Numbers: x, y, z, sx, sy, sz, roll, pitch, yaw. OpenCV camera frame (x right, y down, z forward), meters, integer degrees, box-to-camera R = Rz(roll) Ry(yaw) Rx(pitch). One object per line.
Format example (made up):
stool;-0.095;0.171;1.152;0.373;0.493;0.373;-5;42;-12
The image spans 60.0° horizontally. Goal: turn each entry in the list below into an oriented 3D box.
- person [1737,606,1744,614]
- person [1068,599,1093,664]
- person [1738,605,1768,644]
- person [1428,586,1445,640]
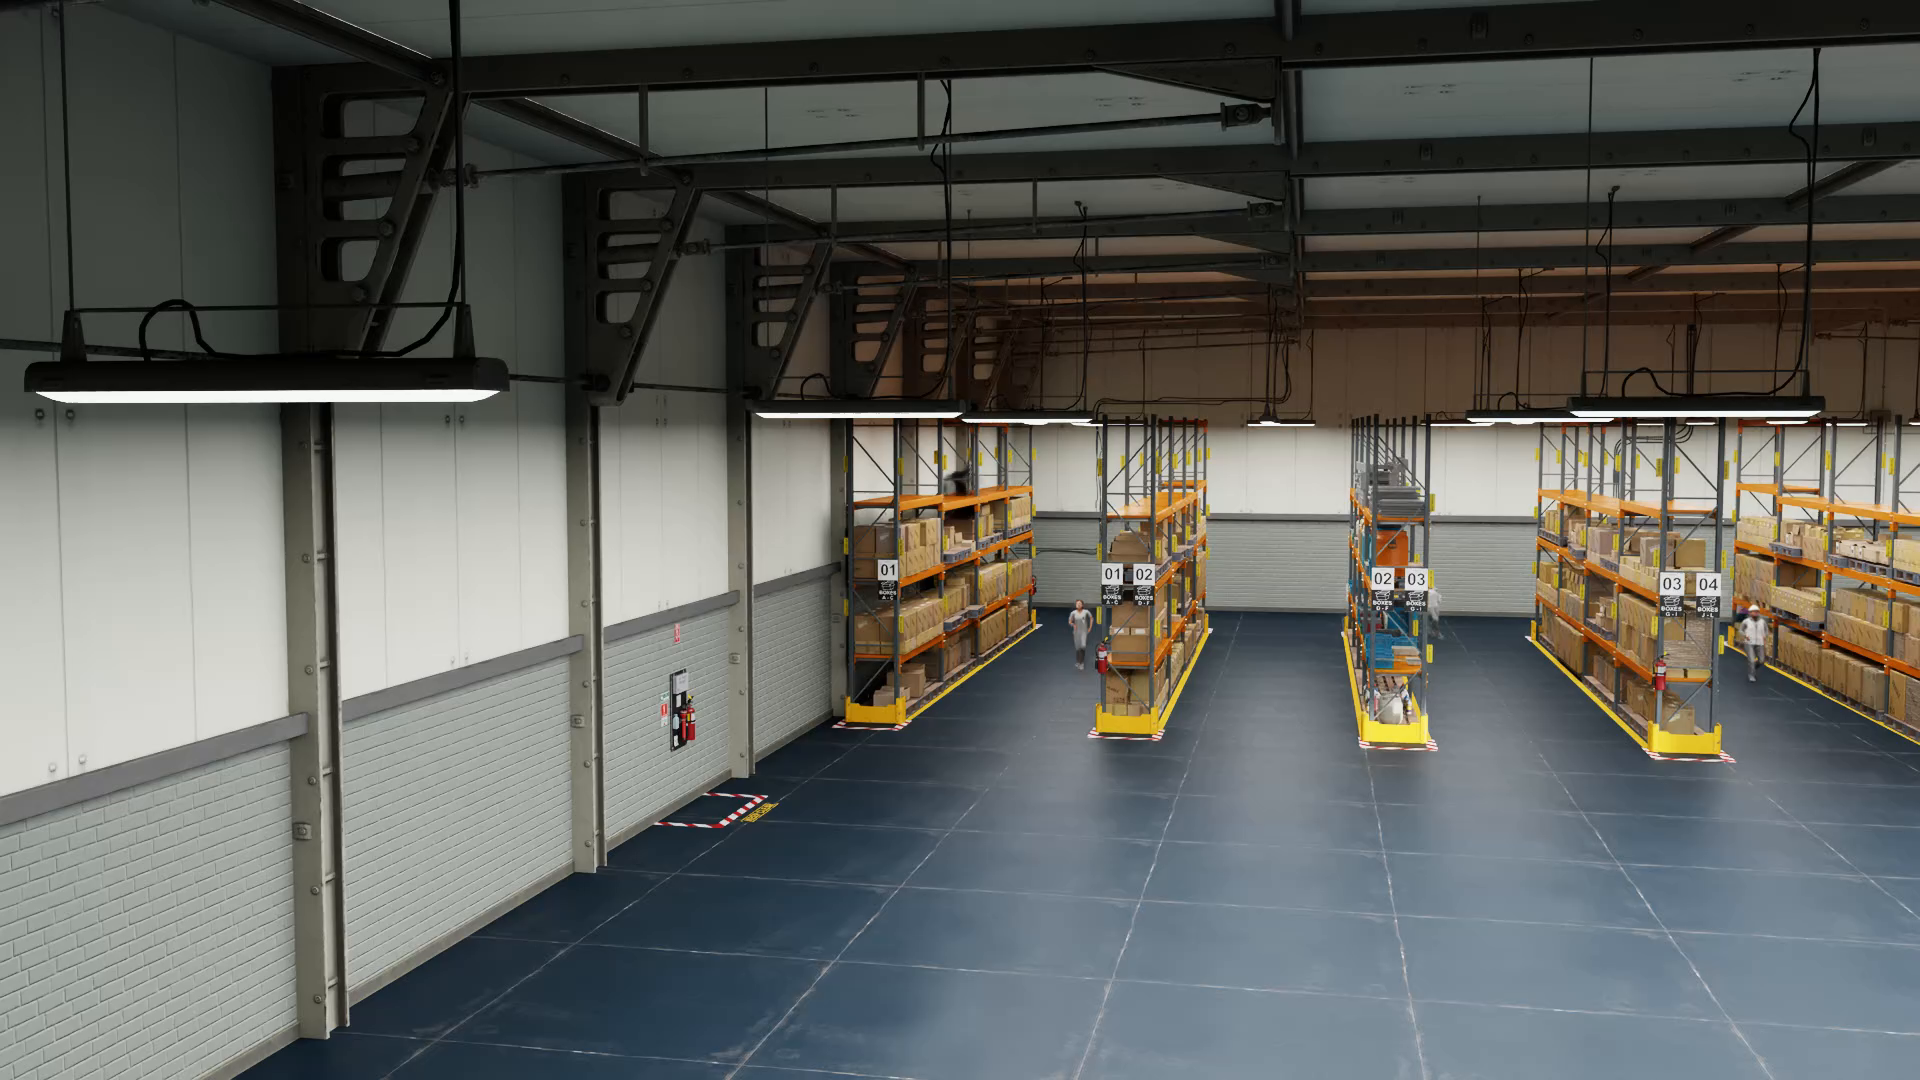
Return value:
person;21.276;1.957;45.267;0.437;1.519;0.599;3;5;40
person;2.858;2.188;39.500;0.569;1.561;0.681;1;4;11
person;18.008;1.924;37.646;0.655;0.866;0.503;1;4;10
person;12.938;1.854;45.560;0.598;1.690;0.785;-1;4;-18
